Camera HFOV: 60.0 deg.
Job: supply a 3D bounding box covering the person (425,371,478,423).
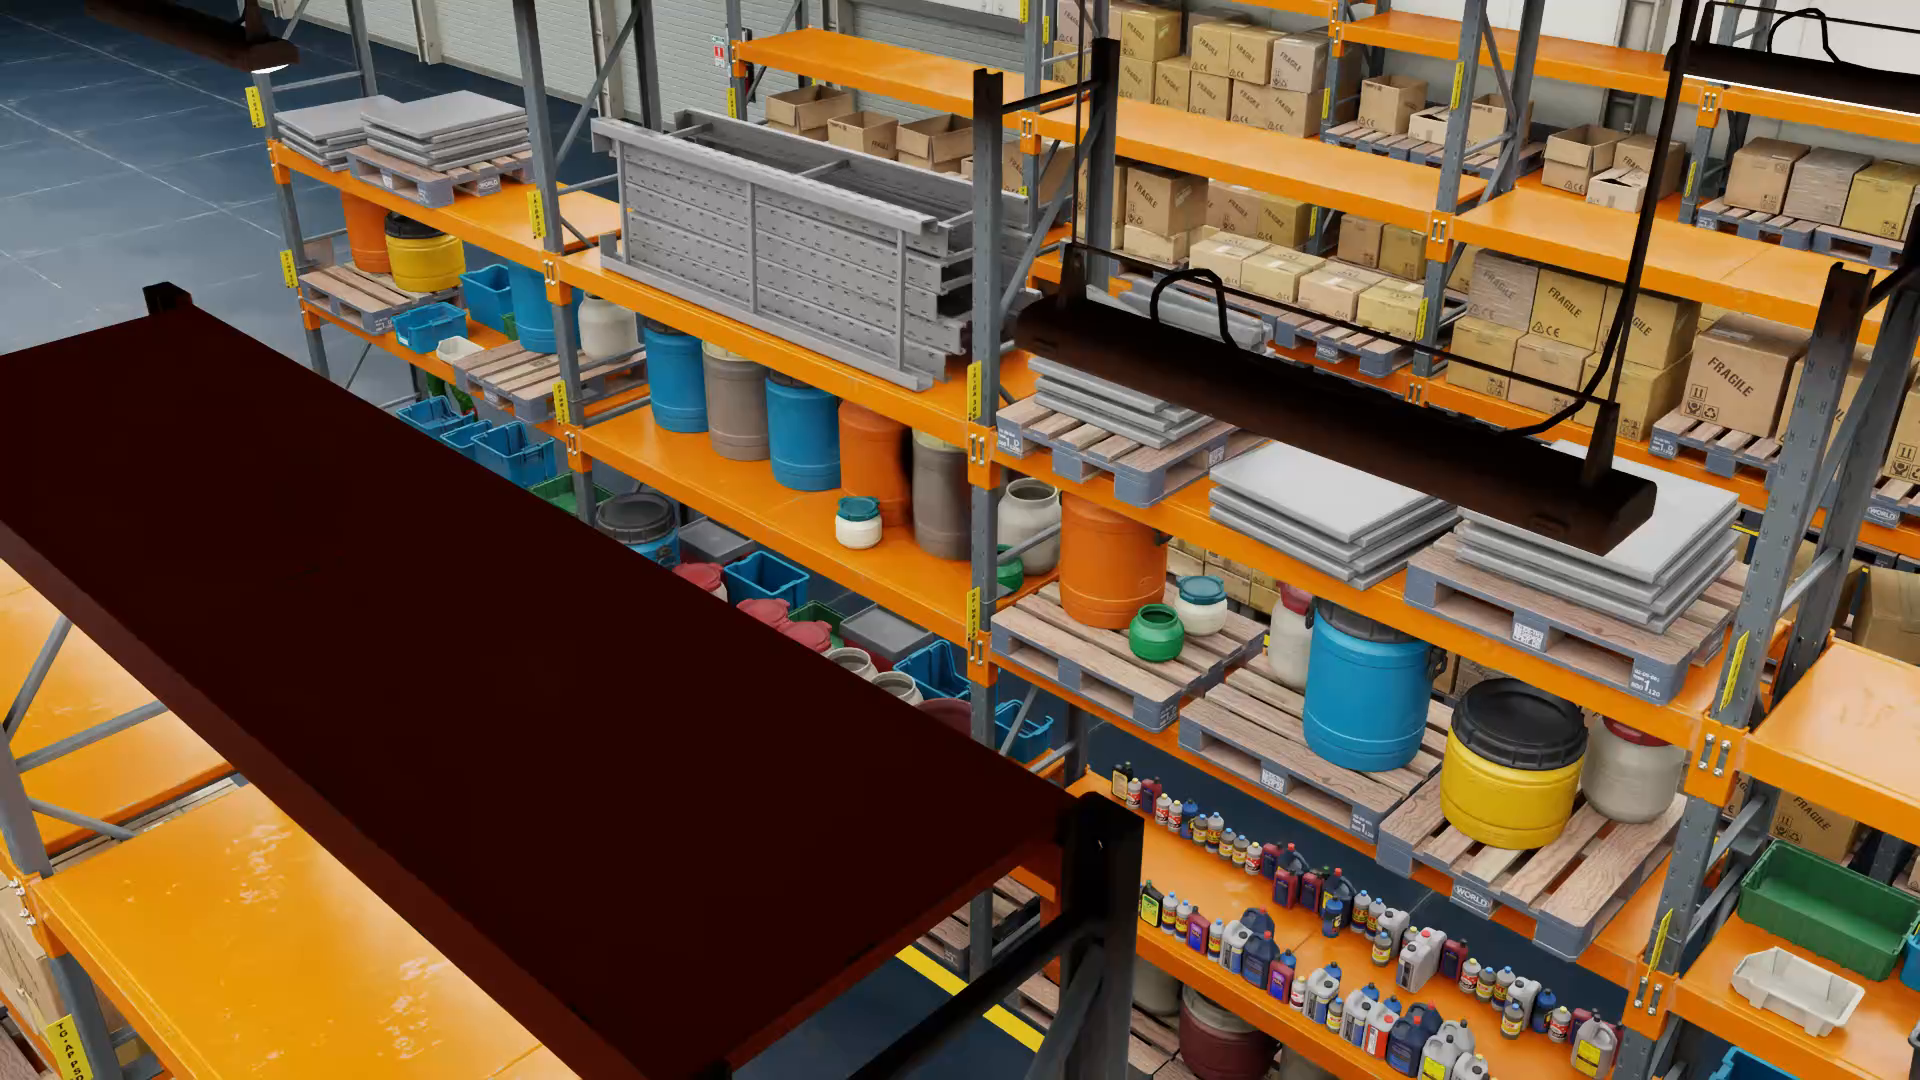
[{"bbox_3d":[-5.543,-1.887,17.791,0.660,1.808,0.415,5,30,8],"label":"person"}]
